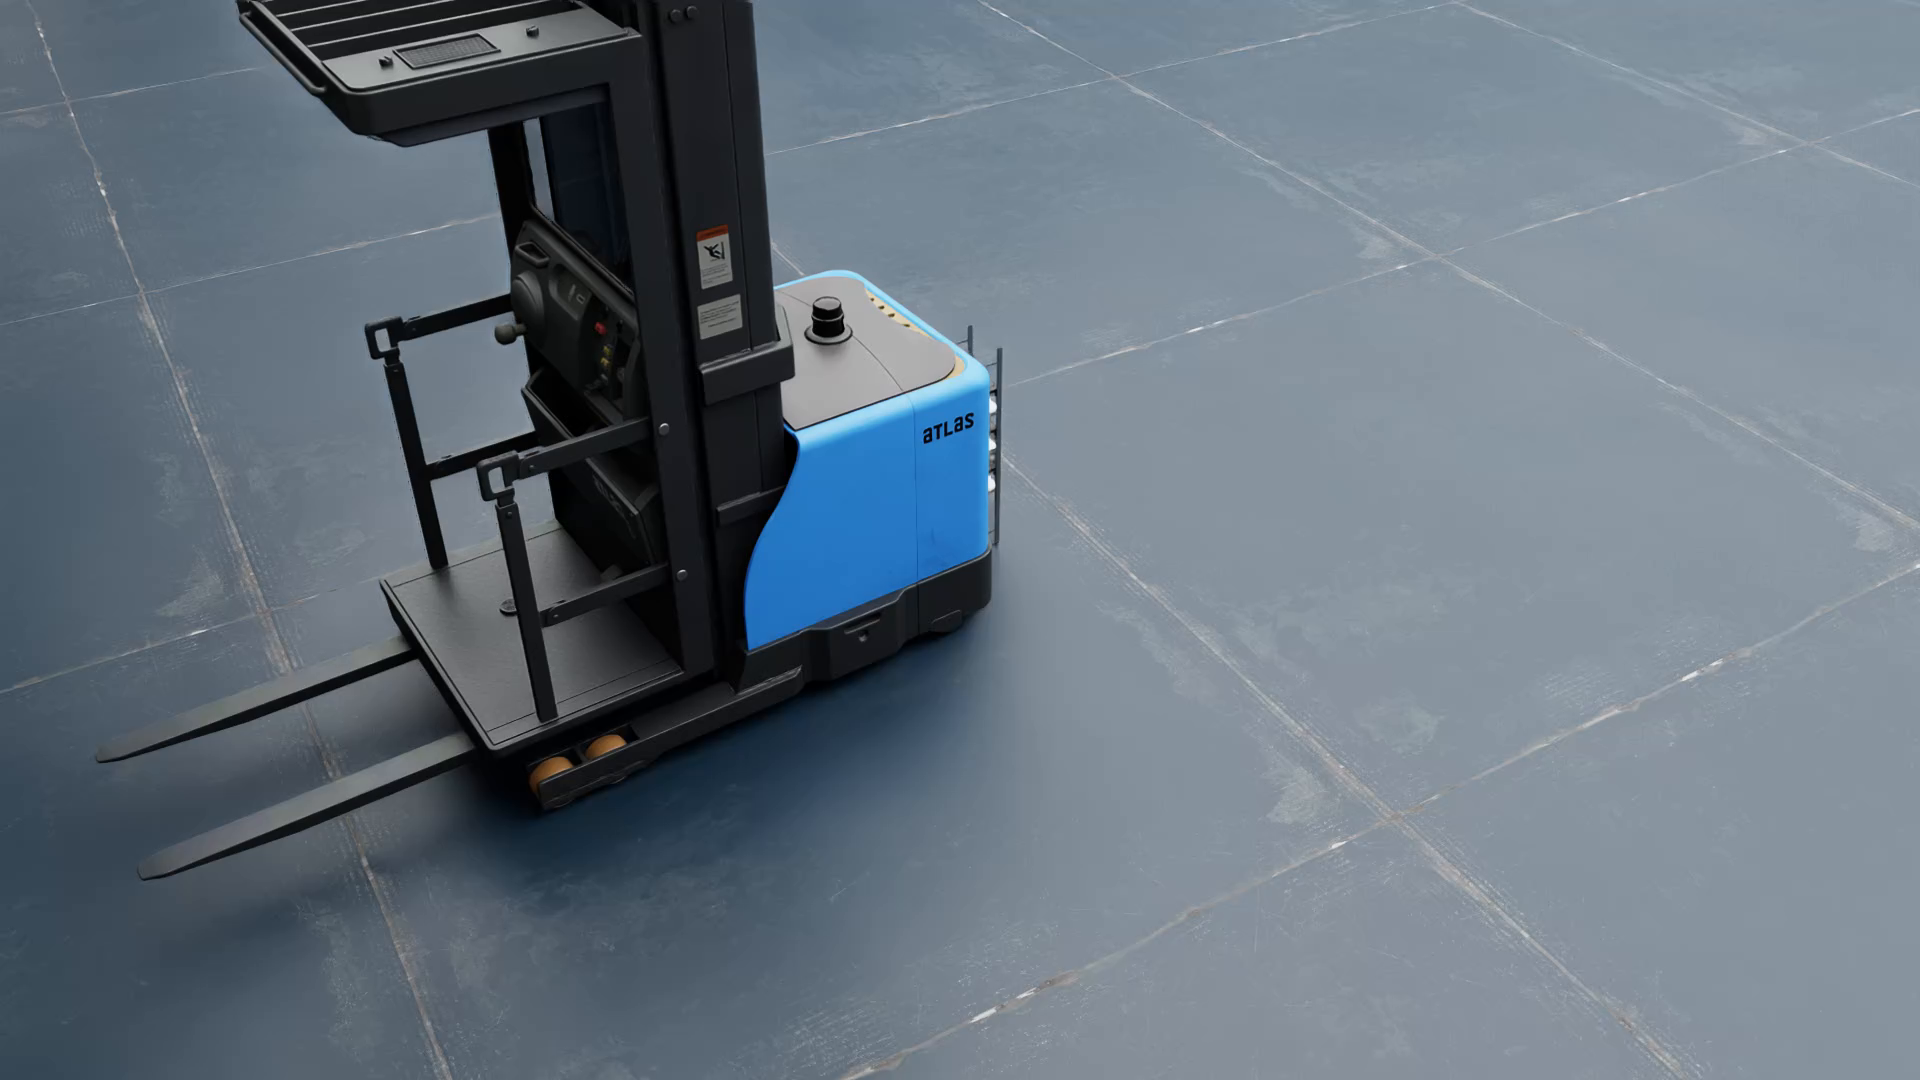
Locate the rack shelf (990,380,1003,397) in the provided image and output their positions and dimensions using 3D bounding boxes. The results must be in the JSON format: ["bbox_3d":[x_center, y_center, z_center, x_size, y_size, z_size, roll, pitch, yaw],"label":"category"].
[{"bbox_3d":[0.002,-0.562,6.355,0.258,0.077,0.200,-21,41,-26],"label":"rack shelf"}]

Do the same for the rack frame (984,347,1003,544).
[{"bbox_3d":[0.057,-0.320,6.425,0.240,0.900,0.006,-21,41,-26],"label":"rack frame"}]

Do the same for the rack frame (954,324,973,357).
[{"bbox_3d":[-0.053,-0.421,6.564,0.240,0.900,0.006,-21,41,-26],"label":"rack frame"}]

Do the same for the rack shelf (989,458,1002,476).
[{"bbox_3d":[0.002,-0.271,6.567,0.258,0.077,0.200,-21,41,-26],"label":"rack shelf"}]

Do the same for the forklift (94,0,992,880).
[{"bbox_3d":[-1.387,-0.651,5.156,3.031,2.935,1.130,-22,41,-27],"label":"forklift"}]

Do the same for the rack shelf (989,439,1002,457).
[{"bbox_3d":[0.002,-0.344,6.514,0.258,0.077,0.200,-21,41,-26],"label":"rack shelf"}]

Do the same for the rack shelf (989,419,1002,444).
[{"bbox_3d":[0.002,-0.416,6.461,0.258,0.077,0.200,-21,41,-26],"label":"rack shelf"}]

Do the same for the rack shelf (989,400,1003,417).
[{"bbox_3d":[0.002,-0.489,6.408,0.258,0.077,0.200,-21,41,-26],"label":"rack shelf"}]

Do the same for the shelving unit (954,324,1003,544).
[{"bbox_3d":[0.002,-0.371,6.495,0.258,0.900,0.210,-21,41,-26],"label":"shelving unit"}]

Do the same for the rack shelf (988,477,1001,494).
[{"bbox_3d":[0.002,-0.198,6.620,0.258,0.077,0.200,-21,41,-26],"label":"rack shelf"}]
